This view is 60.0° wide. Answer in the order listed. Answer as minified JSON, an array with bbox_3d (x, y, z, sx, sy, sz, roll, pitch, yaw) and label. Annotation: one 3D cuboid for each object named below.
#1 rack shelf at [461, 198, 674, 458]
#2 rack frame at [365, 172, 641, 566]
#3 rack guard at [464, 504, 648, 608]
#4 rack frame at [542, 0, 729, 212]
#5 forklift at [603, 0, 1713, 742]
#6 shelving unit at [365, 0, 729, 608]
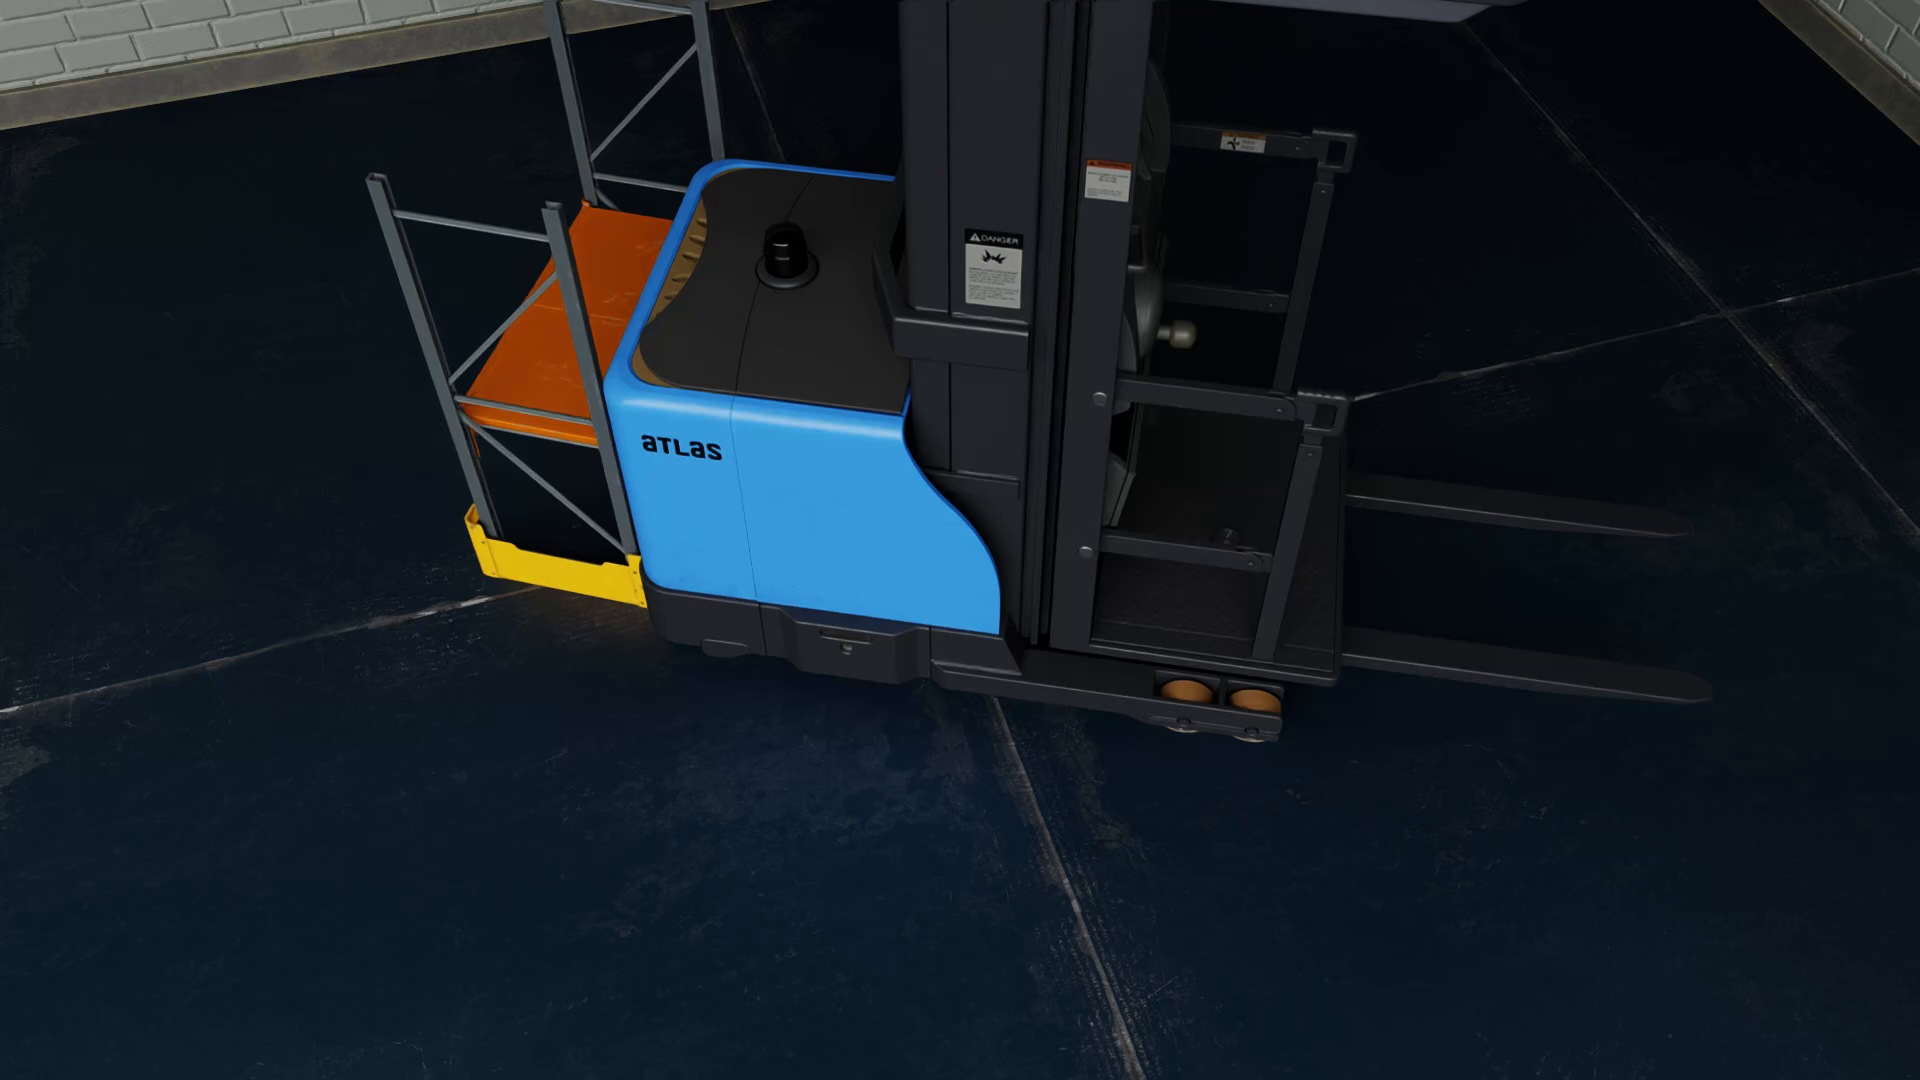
[{"bbox_3d":[-1.072,-0.615,5.023,0.538,0.185,1.000,11,51,9],"label":"rack shelf"},{"bbox_3d":[-1.194,-0.354,4.567,0.500,1.500,0.032,11,51,9],"label":"rack frame"},{"bbox_3d":[-1.194,0.048,5.046,0.587,0.250,0.087,11,51,9],"label":"rack guard"},{"bbox_3d":[-0.950,-1.109,5.204,0.500,1.500,0.032,11,51,9],"label":"rack frame"},{"bbox_3d":[0.642,-0.808,4.014,3.031,2.935,1.130,7,50,6],"label":"forklift"},{"bbox_3d":[-1.074,-0.724,4.880,0.587,1.500,1.083,11,51,9],"label":"shelving unit"}]
